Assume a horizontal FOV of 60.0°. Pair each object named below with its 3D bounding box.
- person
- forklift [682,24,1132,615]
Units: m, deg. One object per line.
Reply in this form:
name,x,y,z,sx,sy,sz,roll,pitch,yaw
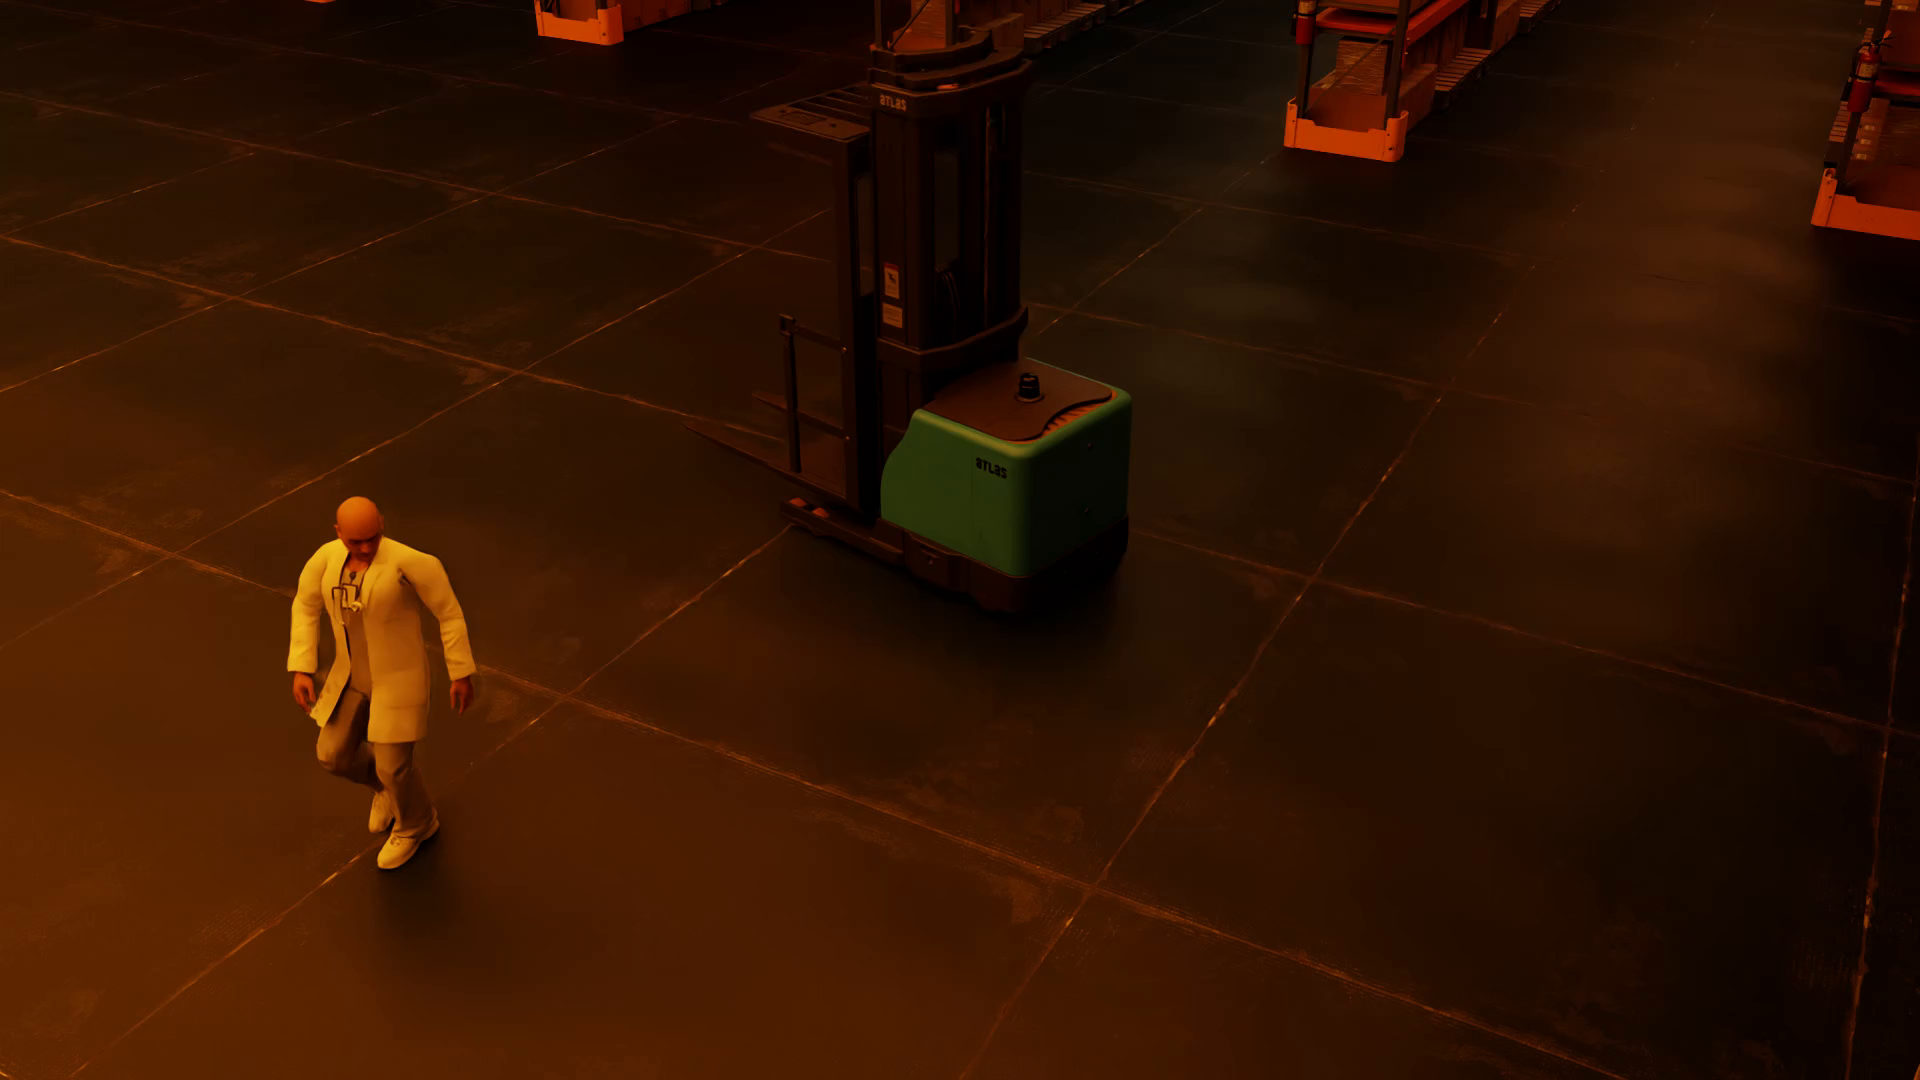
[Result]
person,-2.483,0.619,7.200,0.829,1.750,0.517,11,32,18
forklift,-0.462,-1.469,9.616,3.031,2.935,1.130,24,37,35
